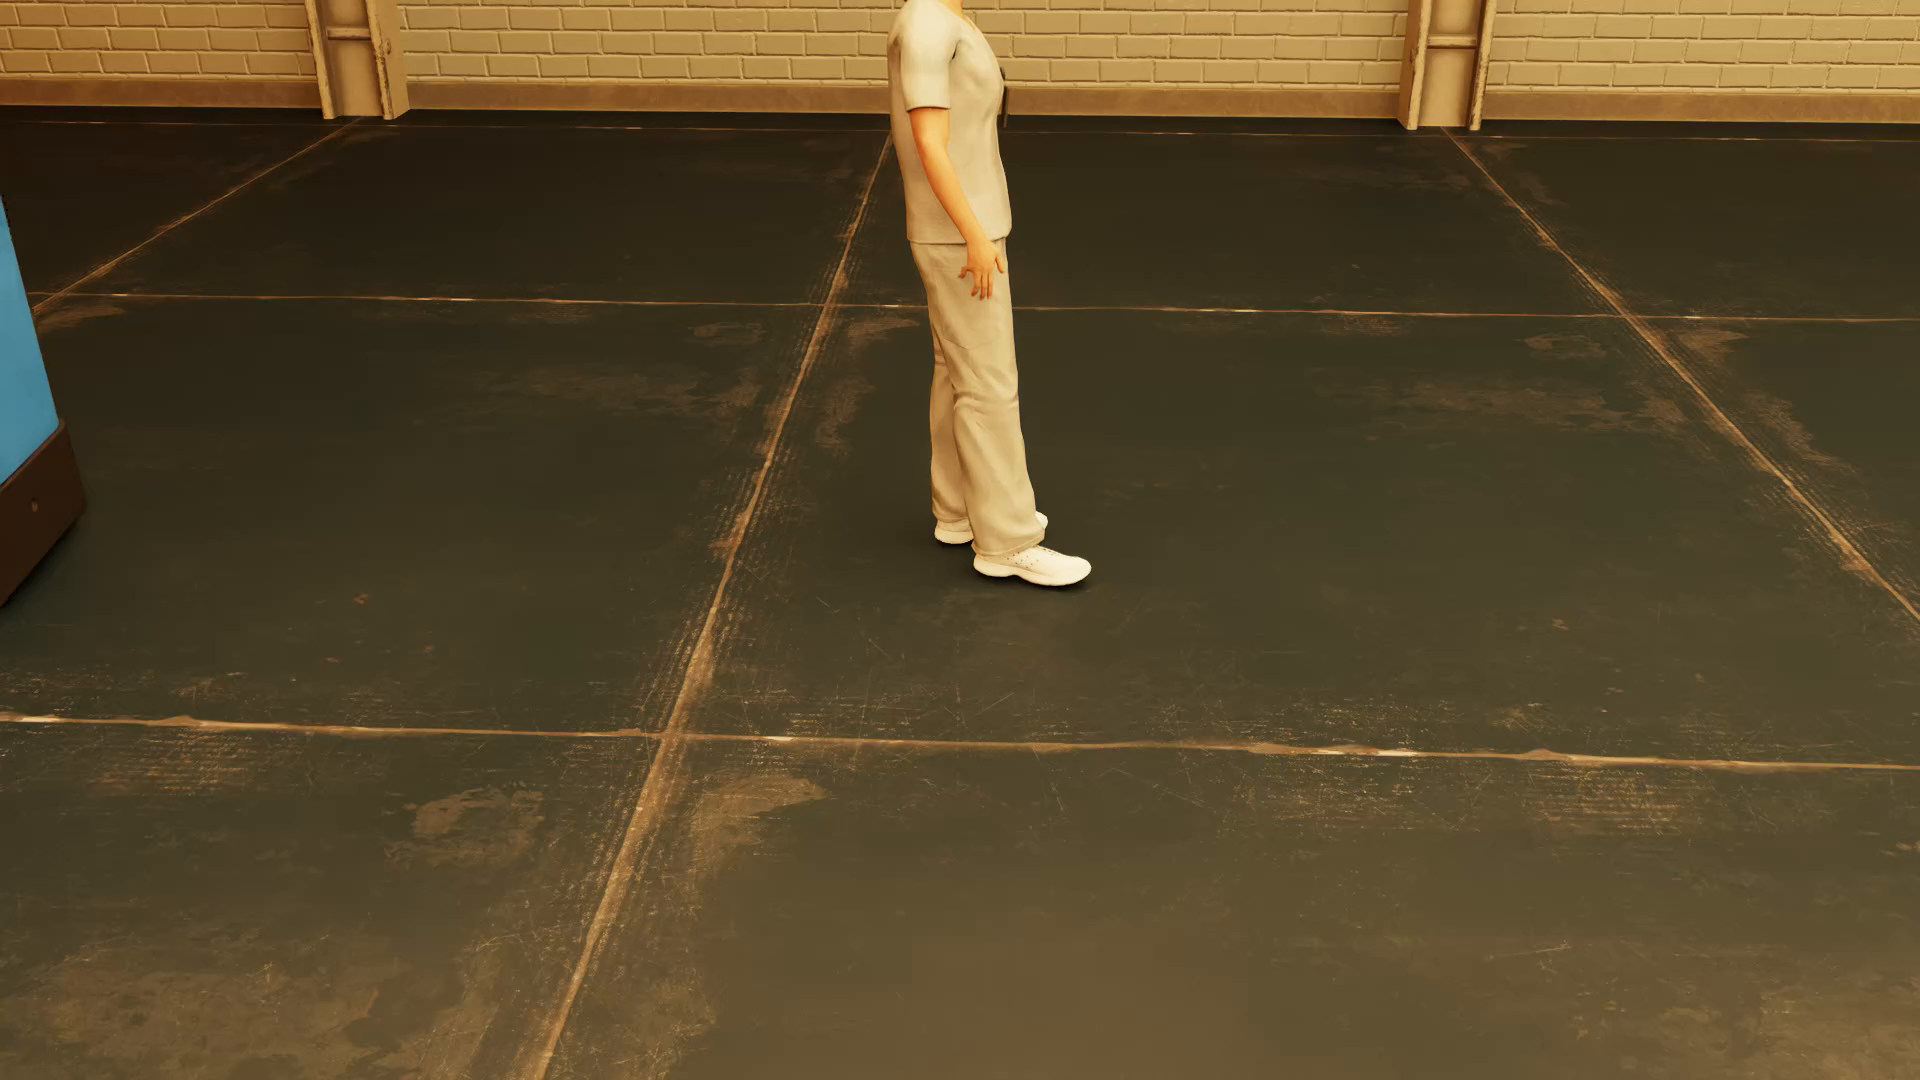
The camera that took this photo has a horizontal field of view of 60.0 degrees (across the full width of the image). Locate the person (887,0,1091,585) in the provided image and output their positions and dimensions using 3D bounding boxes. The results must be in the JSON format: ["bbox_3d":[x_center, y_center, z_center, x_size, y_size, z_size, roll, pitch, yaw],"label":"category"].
[{"bbox_3d":[0.073,-0.746,4.135,0.549,1.665,0.549,1,26,2],"label":"person"}]

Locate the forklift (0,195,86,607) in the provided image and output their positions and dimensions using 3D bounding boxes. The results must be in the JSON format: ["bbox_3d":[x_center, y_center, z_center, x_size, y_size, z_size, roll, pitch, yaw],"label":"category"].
[{"bbox_3d":[-3.845,-1.076,3.389,3.031,2.935,1.130,-3,26,-6],"label":"forklift"}]
